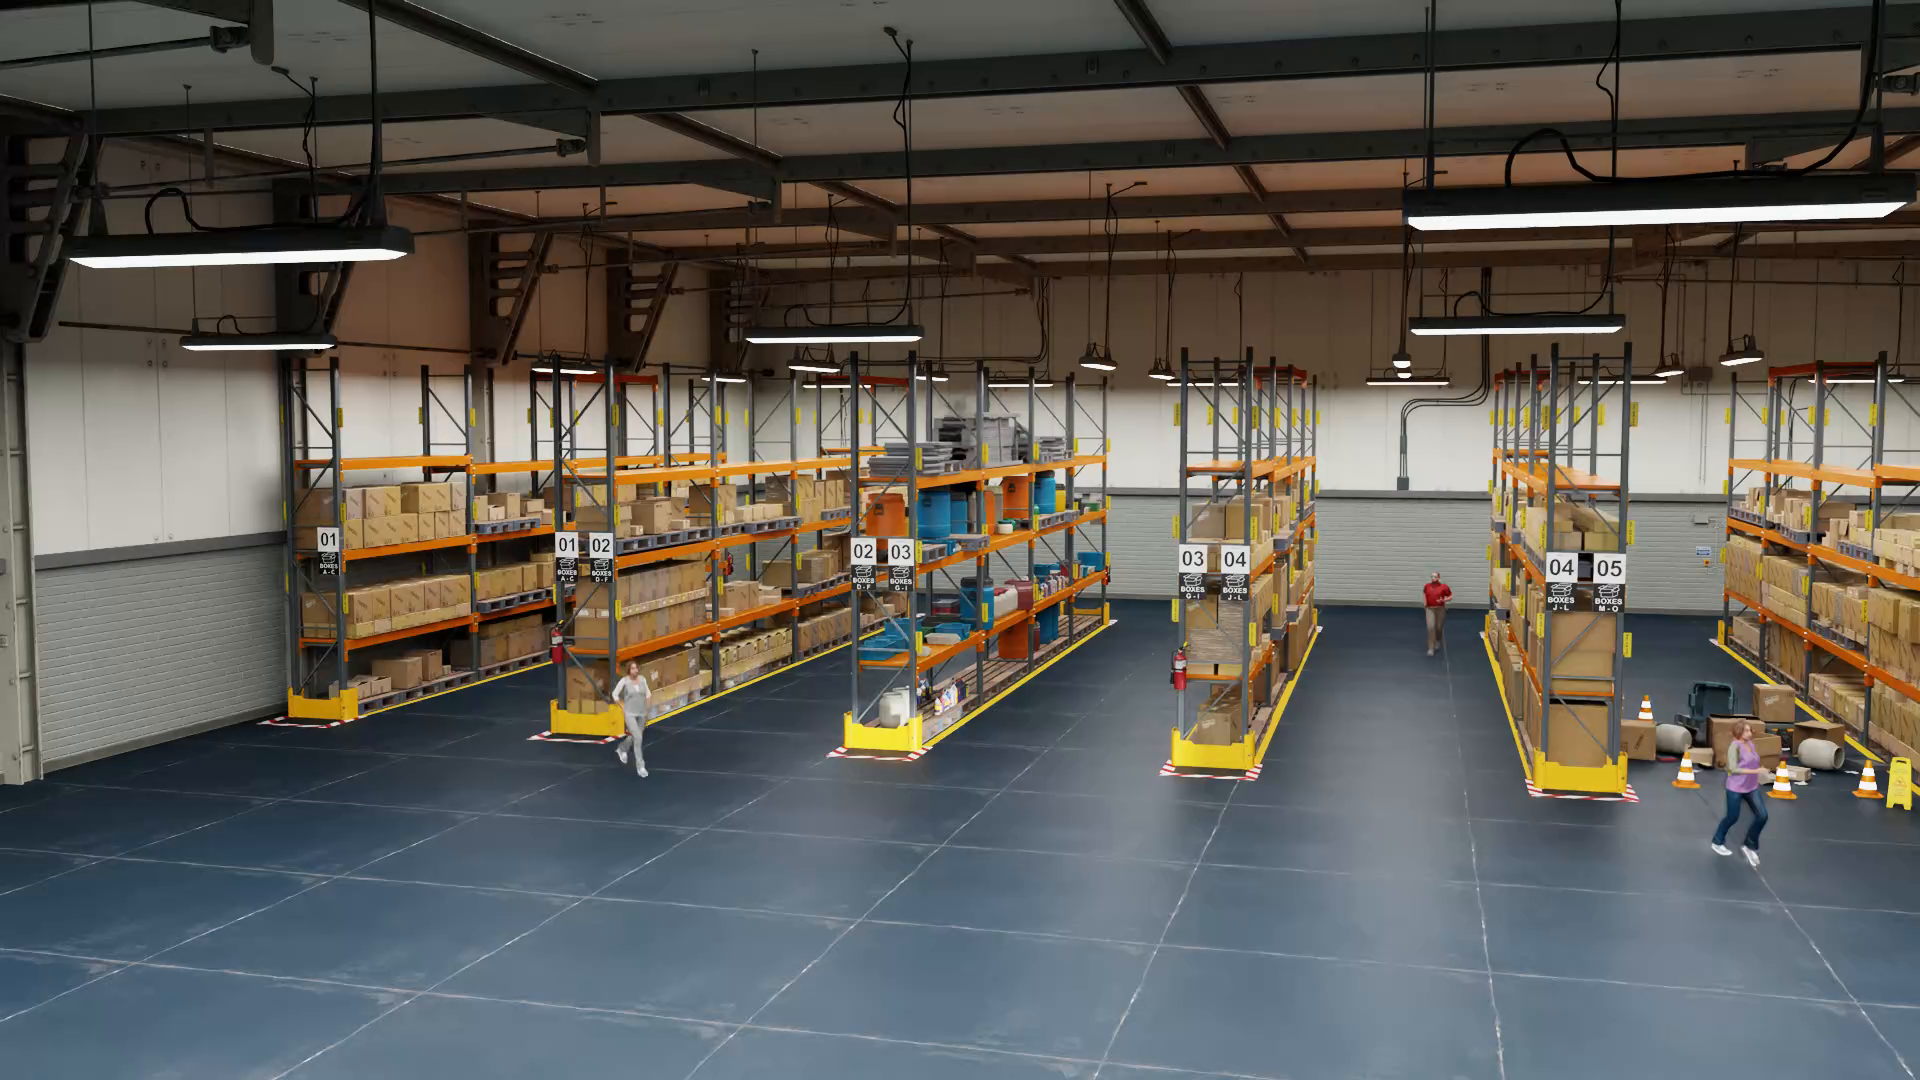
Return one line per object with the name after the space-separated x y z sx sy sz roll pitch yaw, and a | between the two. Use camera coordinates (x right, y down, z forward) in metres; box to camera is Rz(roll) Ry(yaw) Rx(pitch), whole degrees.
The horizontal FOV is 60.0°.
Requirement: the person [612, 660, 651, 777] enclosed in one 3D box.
-4.608 2.533 23.471 0.528 1.512 0.802 -3 5 -40 | person

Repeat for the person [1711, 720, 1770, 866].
8.788 2.833 18.676 0.507 1.634 0.693 -2 5 -23 | person

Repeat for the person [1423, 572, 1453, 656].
10.137 1.550 35.363 0.646 1.751 0.893 2 5 23 | person
